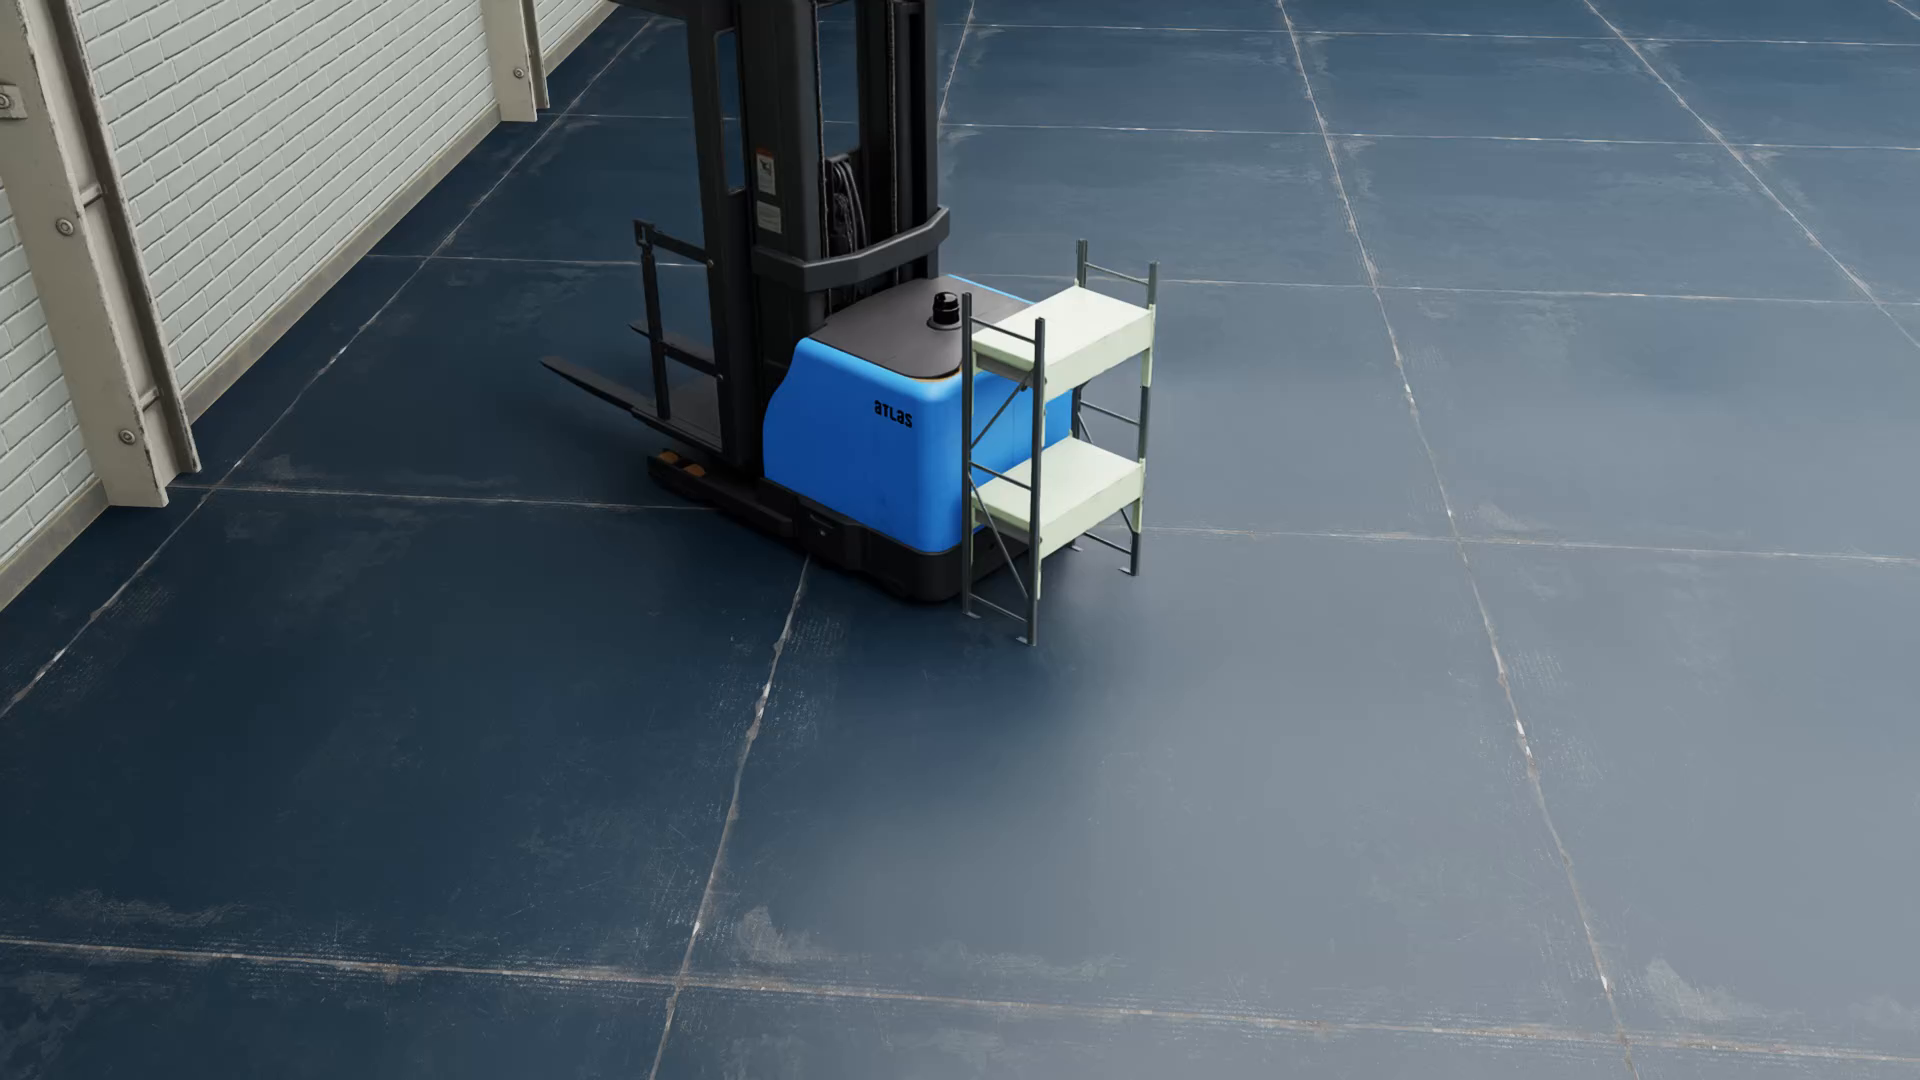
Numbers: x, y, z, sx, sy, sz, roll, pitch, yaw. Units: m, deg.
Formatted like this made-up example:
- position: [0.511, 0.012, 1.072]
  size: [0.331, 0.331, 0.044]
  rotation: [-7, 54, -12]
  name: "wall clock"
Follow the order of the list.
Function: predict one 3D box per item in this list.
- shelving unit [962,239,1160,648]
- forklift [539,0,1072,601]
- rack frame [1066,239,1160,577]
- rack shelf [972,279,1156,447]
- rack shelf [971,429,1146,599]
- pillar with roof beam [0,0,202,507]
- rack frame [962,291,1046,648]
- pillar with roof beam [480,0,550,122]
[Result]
- position: [0.406, -0.400, 6.969]
  size: [0.431, 1.500, 0.755]
  rotation: [25, 39, 34]
  name: "shelving unit"
- position: [-0.897, -1.630, 7.602]
  size: [3.031, 2.935, 1.130]
  rotation: [25, 39, 34]
  name: "forklift"
- position: [0.649, -0.544, 7.203]
  size: [0.400, 1.500, 0.023]
  rotation: [25, 39, 34]
  name: "rack frame"
- position: [0.406, -0.732, 6.765]
  size: [0.431, 0.370, 0.720]
  rotation: [25, 39, 34]
  name: "rack shelf"
- position: [0.406, -0.122, 7.140]
  size: [0.431, 0.370, 0.720]
  rotation: [25, 39, 34]
  name: "rack shelf"
- position: [0.320, -3.915, 5.525]
  size: [9.100, 9.000, 0.400]
  rotation: [2, 32, 4]
  name: "pillar with roof beam"
- position: [0.164, -0.256, 6.736]
  size: [0.400, 1.500, 0.023]
  rotation: [25, 39, 34]
  name: "rack frame"
- position: [0.808, -7.052, 10.616]
  size: [9.100, 9.000, 0.400]
  rotation: [2, 32, 4]
  name: "pillar with roof beam"
